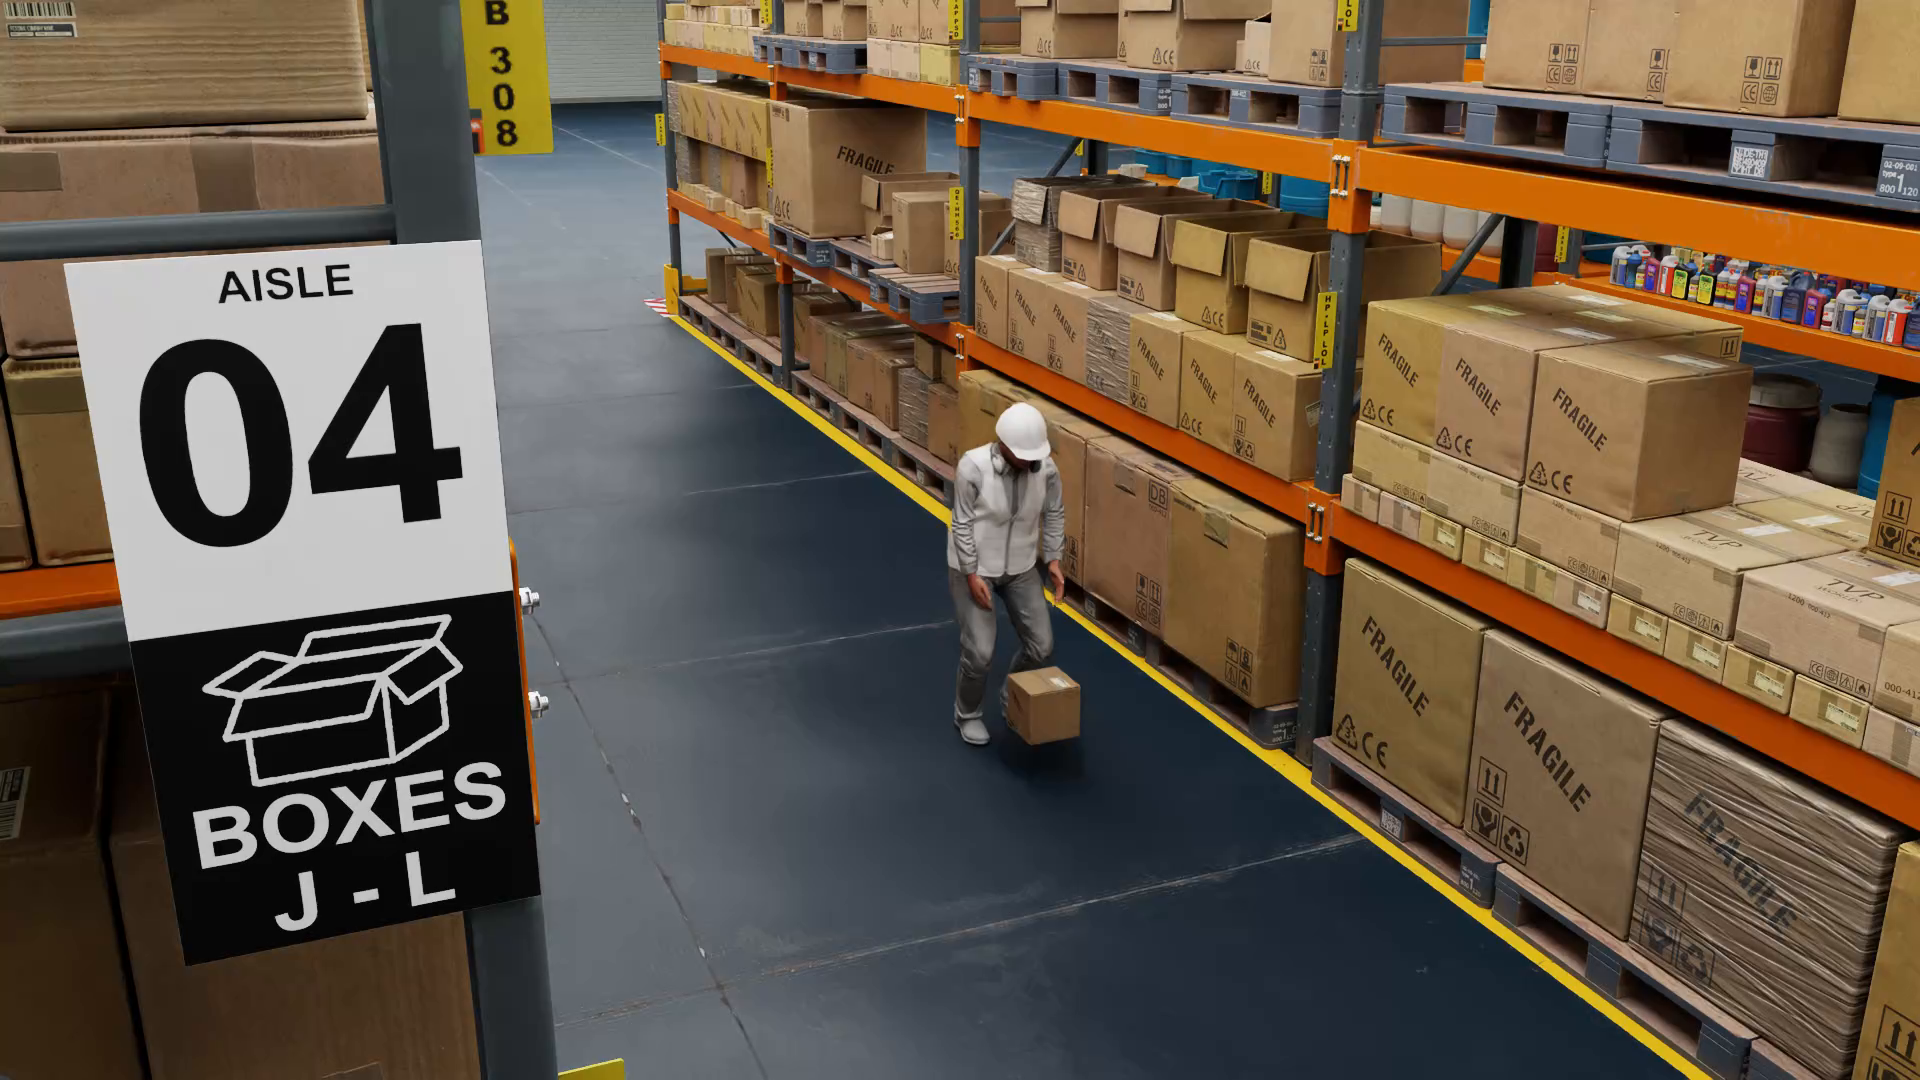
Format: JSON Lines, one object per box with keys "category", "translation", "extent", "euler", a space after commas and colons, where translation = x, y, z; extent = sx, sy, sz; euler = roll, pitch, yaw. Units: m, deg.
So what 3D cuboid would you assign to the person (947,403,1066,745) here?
{"category": "person", "translation": [0.223, 0.137, 7.800], "extent": [0.574, 1.665, 0.559], "euler": [-7, 20, -21]}
